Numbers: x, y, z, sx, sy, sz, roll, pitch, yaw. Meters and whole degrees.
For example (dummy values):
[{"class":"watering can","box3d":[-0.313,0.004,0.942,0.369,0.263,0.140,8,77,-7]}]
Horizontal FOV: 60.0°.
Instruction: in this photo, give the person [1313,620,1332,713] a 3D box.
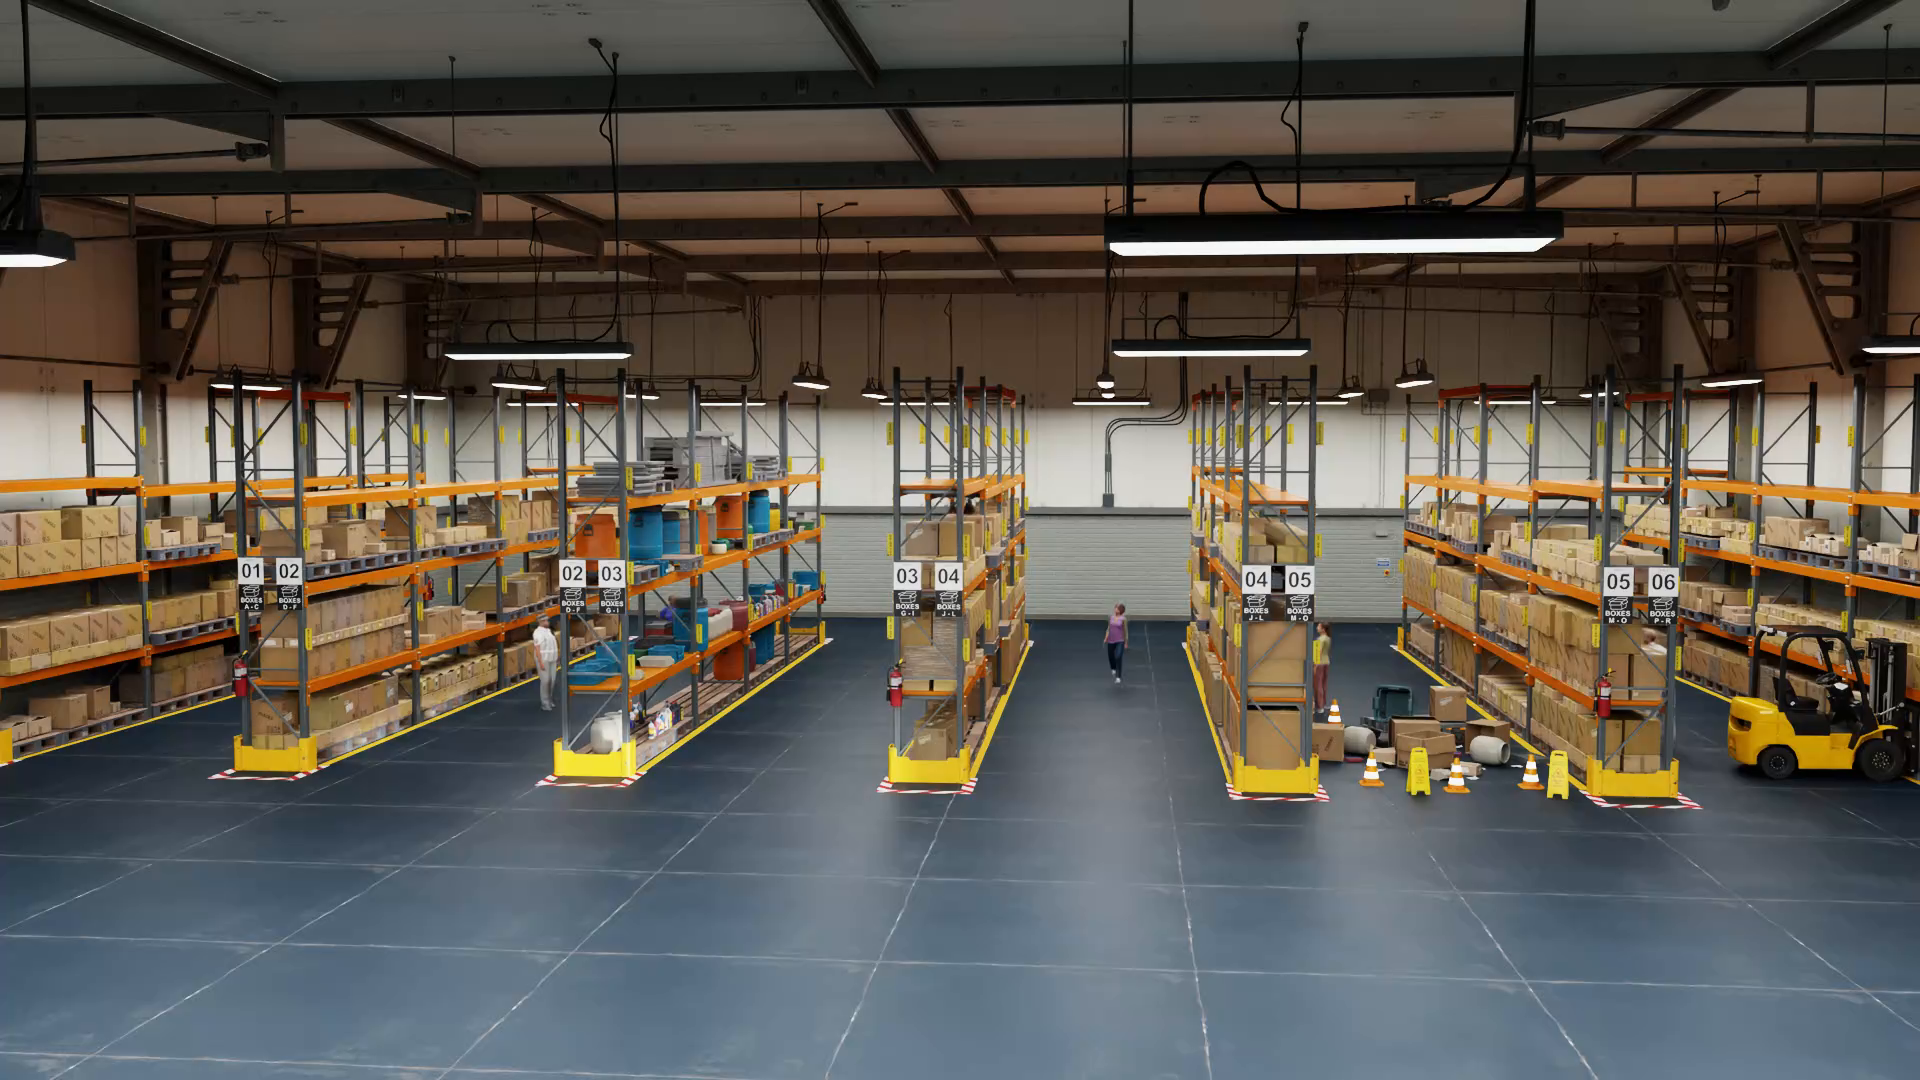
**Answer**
[{"class":"person","box3d":[6.541,2.288,30.376,0.465,1.661,0.558,-3,4,-36]}]

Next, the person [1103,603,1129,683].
[{"class":"person","box3d":[3.096,2.022,32.952,0.502,1.542,0.865,1,4,12]}]

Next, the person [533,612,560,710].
[{"class":"person","box3d":[-7.589,2.242,30.732,0.562,1.807,0.569,2,4,30]}]

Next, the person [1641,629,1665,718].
[{"class":"person","box3d":[11.470,2.394,27.734,0.647,1.828,0.640,0,4,2]}]

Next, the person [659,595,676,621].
[{"class":"person","box3d":[-6.126,2.012,35.455,0.602,1.686,0.722,1,4,11]}]
